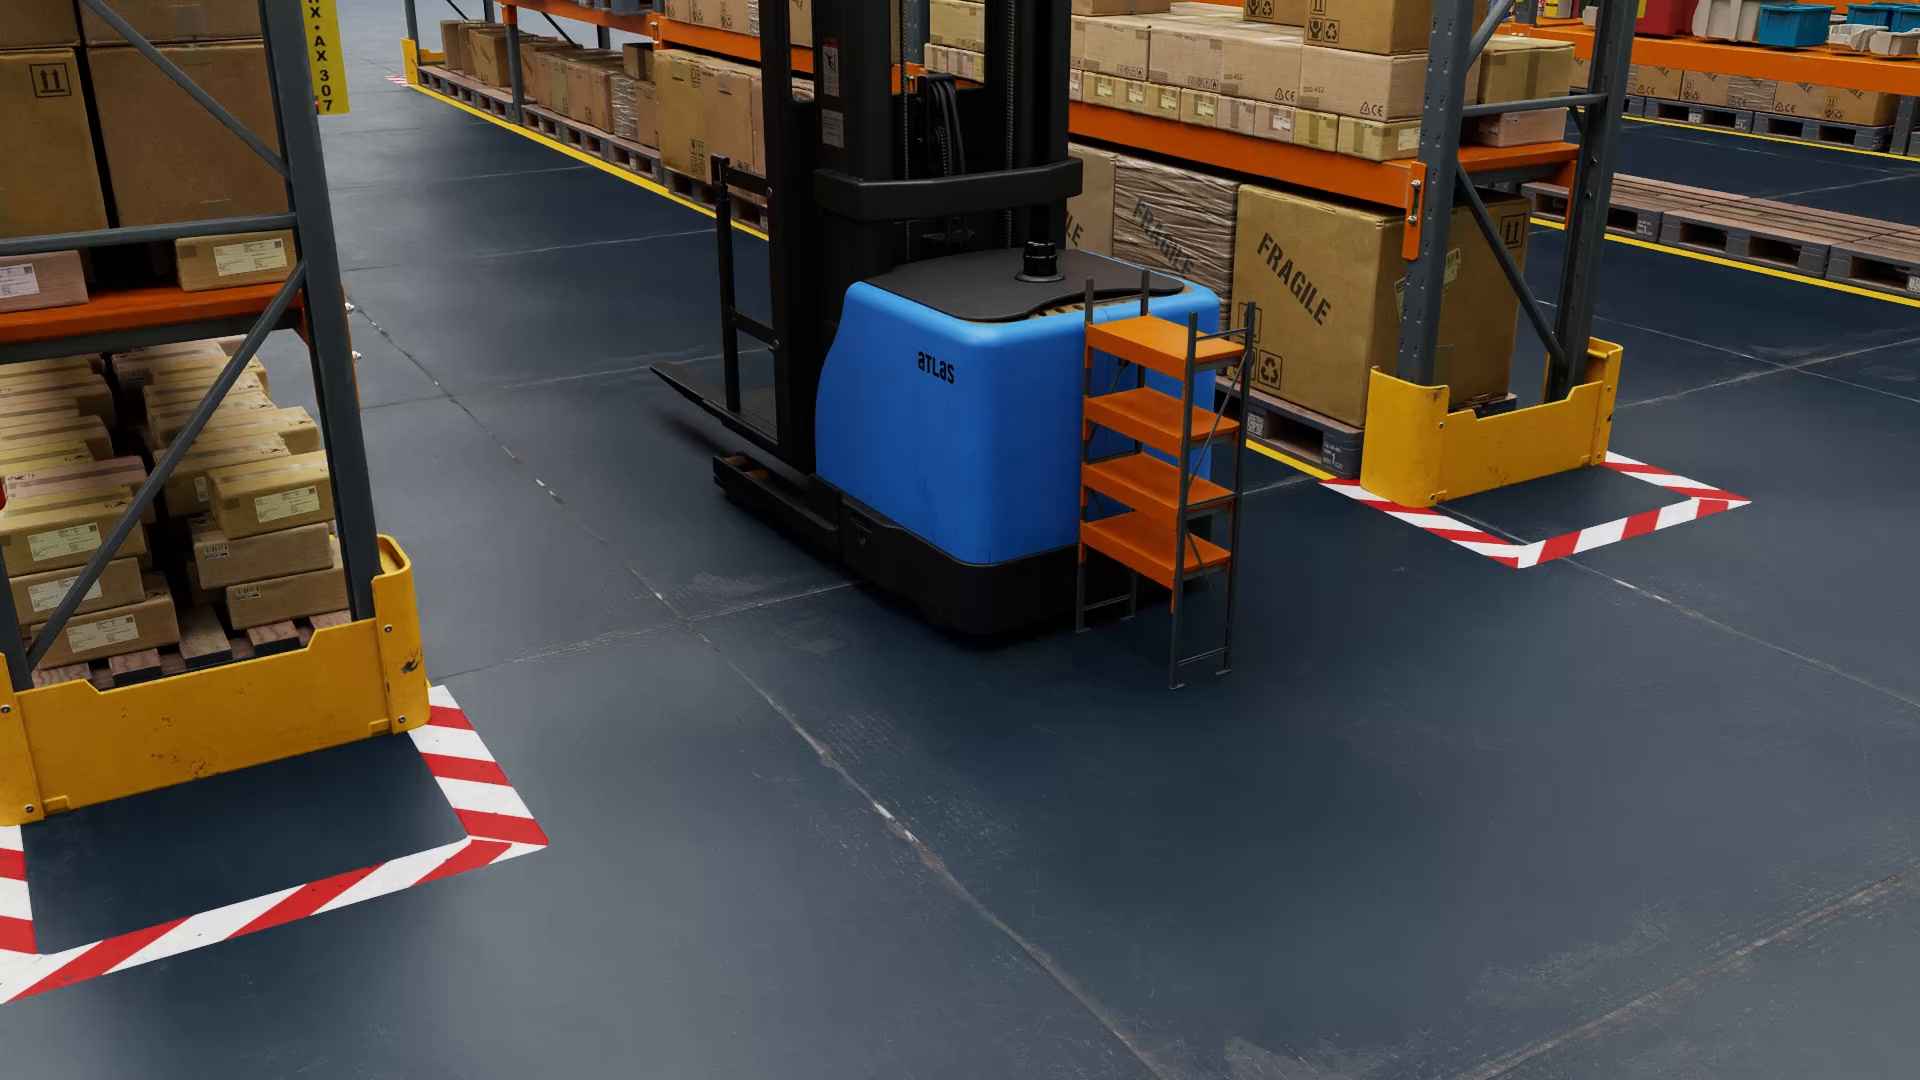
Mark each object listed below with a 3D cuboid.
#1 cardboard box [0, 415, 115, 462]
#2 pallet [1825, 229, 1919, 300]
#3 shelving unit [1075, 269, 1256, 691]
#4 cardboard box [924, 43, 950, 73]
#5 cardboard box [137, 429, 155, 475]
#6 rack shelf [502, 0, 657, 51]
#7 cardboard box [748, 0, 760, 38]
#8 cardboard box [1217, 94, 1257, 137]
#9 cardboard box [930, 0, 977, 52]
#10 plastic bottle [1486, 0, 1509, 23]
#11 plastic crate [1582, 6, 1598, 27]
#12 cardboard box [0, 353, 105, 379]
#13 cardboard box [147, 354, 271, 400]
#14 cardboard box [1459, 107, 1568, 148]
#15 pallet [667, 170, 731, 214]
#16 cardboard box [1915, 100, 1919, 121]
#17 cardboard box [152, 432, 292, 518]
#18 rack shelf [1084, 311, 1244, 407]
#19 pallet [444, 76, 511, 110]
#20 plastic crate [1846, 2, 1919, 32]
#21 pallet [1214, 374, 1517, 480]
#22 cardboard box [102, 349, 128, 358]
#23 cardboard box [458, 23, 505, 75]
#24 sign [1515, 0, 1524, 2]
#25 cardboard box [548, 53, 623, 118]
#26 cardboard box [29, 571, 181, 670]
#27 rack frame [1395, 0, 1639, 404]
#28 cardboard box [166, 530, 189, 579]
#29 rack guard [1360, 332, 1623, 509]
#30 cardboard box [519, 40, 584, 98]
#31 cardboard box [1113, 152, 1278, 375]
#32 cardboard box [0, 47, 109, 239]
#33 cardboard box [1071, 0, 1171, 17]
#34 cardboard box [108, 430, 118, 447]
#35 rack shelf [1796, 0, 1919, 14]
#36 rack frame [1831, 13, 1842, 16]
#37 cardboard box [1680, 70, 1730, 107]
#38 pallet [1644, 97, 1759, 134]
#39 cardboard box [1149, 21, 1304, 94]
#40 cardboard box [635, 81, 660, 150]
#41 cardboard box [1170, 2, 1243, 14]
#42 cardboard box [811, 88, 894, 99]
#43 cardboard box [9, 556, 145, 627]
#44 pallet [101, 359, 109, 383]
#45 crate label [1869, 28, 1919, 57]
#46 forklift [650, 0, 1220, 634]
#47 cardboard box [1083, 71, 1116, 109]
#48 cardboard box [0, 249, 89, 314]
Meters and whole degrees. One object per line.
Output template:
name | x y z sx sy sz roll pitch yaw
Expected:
cardboard box | -3.001 -0.279 5.454 0.380 0.149 0.250 -14 26 -30
pallet | 6.071 -1.616 10.007 1.003 0.211 1.213 -13 25 -28
shelving unit | 0.622 -0.191 5.188 0.258 1.200 0.503 -14 26 -30
cardboard box | 0.023 -2.700 9.303 0.380 0.149 0.250 -13 25 -28
cardboard box | -2.709 -0.323 5.957 0.380 0.149 0.250 -14 26 -31
rack shelf | -2.907 -4.585 14.563 1.077 0.370 4.000 -13 25 -28
cardboard box | -1.087 -3.613 11.085 0.500 0.500 0.500 -13 25 -28
cardboard box | 1.347 -1.863 7.245 0.380 0.149 0.250 -12 25 -27
cardboard box | 0.173 -2.842 9.123 0.500 0.250 0.500 -13 26 -29
plastic bottle | 3.937 -3.936 12.177 0.152 0.276 0.135 -13 25 -28
plastic crate | 4.531 -3.656 11.593 0.396 0.136 0.243 -13 25 -28
cardboard box | -3.476 -0.629 6.314 0.380 0.149 0.250 -14 26 -30
cardboard box | -2.779 -0.566 6.159 0.380 0.149 0.250 -12 25 -27
cardboard box | 2.303 -1.743 6.949 0.380 0.149 0.250 -12 25 -28
pallet | -1.547 -2.709 12.696 1.003 0.211 1.213 -13 25 -28
cardboard box | 8.639 -4.129 15.222 0.500 0.500 0.500 -14 26 -31
cardboard box | -2.334 -0.210 5.283 0.380 0.149 0.250 -12 25 -27
rack shelf | 0.622 -0.555 5.041 0.258 0.148 0.480 -14 26 -30
pallet | -4.929 -4.880 18.036 1.003 0.211 1.213 -13 25 -28
plastic crate | 5.790 -3.250 10.467 0.416 0.233 0.300 -13 25 -28
pallet | 1.725 -0.633 7.588 1.003 0.211 1.213 -13 25 -28
cardboard box | -3.389 -0.885 6.945 0.380 0.149 0.250 -12 25 -27
cardboard box | -5.333 -5.504 18.632 0.500 0.500 0.500 -6 23 -14
sign | 3.942 -3.951 11.682 0.100 0.325 0.005 -13 25 -28
cardboard box | -3.406 -4.250 15.520 0.700 0.500 0.500 -13 25 -29
cardboard box | -2.563 0.236 4.975 0.380 0.149 0.250 -12 25 -27
rack frame | 2.201 -1.681 6.463 1.000 3.000 0.127 -13 25 -28
cardboard box | -2.444 -0.013 5.587 0.380 0.149 0.250 -12 25 -28
rack guard | 2.213 -0.515 6.915 1.175 0.500 0.348 -13 25 -28
cardboard box | -4.099 -4.739 16.749 0.500 0.500 0.500 -13 26 -30
cardboard box | 1.341 -1.377 7.981 0.875 0.875 0.875 -13 25 -28
cardboard box | -2.565 -1.040 4.358 0.500 0.500 0.500 -12 25 -27
cardboard box | 0.697 -2.859 8.169 0.500 0.500 0.500 -14 26 -30
cardboard box | -3.600 -0.439 6.636 0.380 0.149 0.250 -14 26 -30
rack shelf | 7.654 -5.194 16.062 1.077 0.370 4.000 -13 25 -28
rack frame | 10.890 -7.129 19.866 1.000 3.000 0.127 -13 25 -28
cardboard box | 7.415 -4.519 16.180 0.500 0.500 0.500 -14 26 -30
pallet | 7.601 -4.239 16.461 1.003 0.211 1.213 -13 25 -28
cardboard box | 1.207 -2.184 7.505 0.500 0.250 0.500 -14 26 -30
cardboard box | -2.245 -3.529 13.746 0.700 0.500 0.500 -14 26 -31
cardboard box | 1.136 -2.619 8.576 0.500 0.250 0.500 -12 25 -27
cardboard box | -0.186 -2.389 10.470 1.225 0.875 0.875 -13 25 -28
cardboard box | -2.630 0.113 4.883 0.380 0.149 0.250 -13 26 -30
pallet | -3.784 -0.552 7.389 1.003 0.211 1.213 -13 25 -28
crate label | 5.588 -2.950 9.857 0.396 0.136 0.243 -13 25 -28
forklift | -0.341 -1.557 6.249 1.130 2.935 3.031 -14 26 -30
cardboard box | 0.821 -2.195 8.062 0.380 0.149 0.250 -13 26 -30
cardboard box | -2.524 -0.694 4.370 0.380 0.149 0.250 -13 25 -28
